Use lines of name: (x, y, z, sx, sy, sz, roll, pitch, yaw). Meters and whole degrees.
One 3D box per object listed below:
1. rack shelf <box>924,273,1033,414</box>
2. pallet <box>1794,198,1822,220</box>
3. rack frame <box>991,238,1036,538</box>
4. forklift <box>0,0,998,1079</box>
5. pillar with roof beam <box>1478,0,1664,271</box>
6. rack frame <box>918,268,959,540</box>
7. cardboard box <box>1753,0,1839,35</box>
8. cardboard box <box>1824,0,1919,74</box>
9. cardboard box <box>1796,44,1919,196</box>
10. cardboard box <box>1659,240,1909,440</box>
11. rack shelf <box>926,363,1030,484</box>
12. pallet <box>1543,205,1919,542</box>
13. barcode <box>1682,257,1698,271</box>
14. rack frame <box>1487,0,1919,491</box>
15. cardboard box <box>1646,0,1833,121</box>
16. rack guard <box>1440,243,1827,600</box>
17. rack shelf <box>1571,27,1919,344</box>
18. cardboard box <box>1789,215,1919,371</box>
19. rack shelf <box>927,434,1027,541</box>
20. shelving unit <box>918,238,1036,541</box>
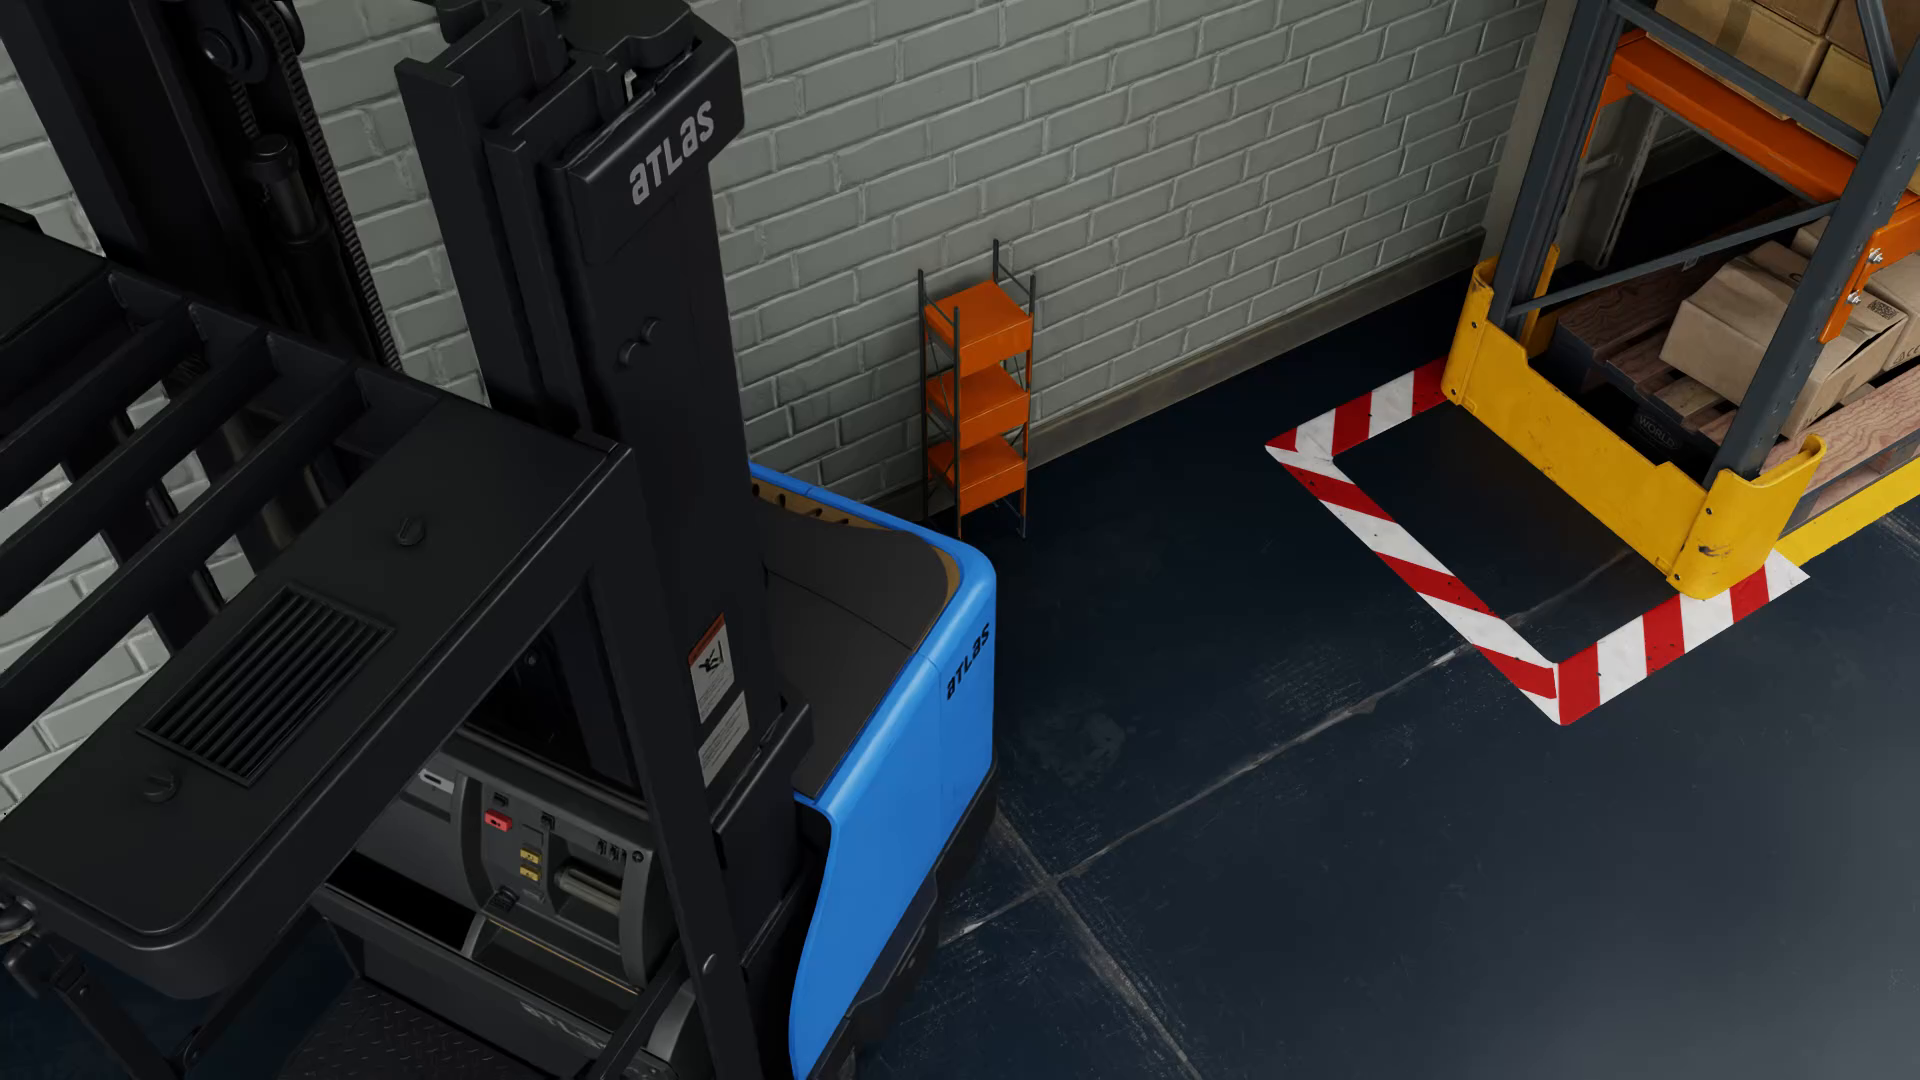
rack shelf: (0.045, -0.552, 4.673, 0.240, 0.259, 0.215, -25, 53, -21)
pallet: (3.819, -1.091, 6.080, 1.213, 0.211, 1.003, -25, 53, -21)
rack frame: (0.148, -0.419, 4.920, 0.008, 1.050, 0.200, -25, 53, -21)
forklift: (-1.019, 0.591, 2.761, 1.130, 2.935, 3.031, 21, 52, 18)
pillar with roof beam: (4.446, -1.305, 0.386, 0.400, 9.000, 9.100, -25, 53, -21)
rack frame: (-0.058, -0.322, 4.834, 0.008, 1.050, 0.200, -25, 53, -21)
cardboard box: (2.304, -1.732, 4.368, 0.500, 0.500, 0.500, -26, 53, -21)
cardboard box: (2.583, -1.410, 4.082, 0.500, 0.500, 0.500, -25, 53, -21)
cardboard box: (2.601, -1.154, 4.356, 0.500, 0.250, 0.500, -27, 54, -22)
cardboard box: (2.652, -0.674, 5.348, 0.500, 0.311, 0.500, -31, 55, -25)
rack shelf: (0.045, -0.363, 4.885, 0.240, 0.259, 0.215, -25, 53, -21)
pallet: (2.789, -0.608, 5.650, 1.213, 0.211, 1.003, -25, 53, -21)
barcode: (2.454, -0.937, 5.576, 0.075, 0.075, 0.001, -25, 53, -21)
rack frame: (2.018, -1.203, 4.313, 0.127, 3.000, 1.000, -25, 53, -21)
cardboard box: (2.310, -1.469, 4.637, 0.500, 0.250, 0.500, -25, 53, -20)
rack guard: (2.083, -0.402, 5.274, 0.348, 0.500, 1.175, -25, 53, -21)
rack shelf: (3.710, -1.761, 5.291, 4.000, 0.370, 1.077, -25, 53, -21)
cardboard box: (3.134, -0.901, 5.550, 0.500, 0.311, 0.500, -21, 52, -18)
rack shelf: (0.045, -0.179, 5.092, 0.240, 0.259, 0.215, -25, 53, -21)
shelving unit: (0.045, -0.370, 4.877, 0.252, 1.050, 0.215, -25, 53, -21)
